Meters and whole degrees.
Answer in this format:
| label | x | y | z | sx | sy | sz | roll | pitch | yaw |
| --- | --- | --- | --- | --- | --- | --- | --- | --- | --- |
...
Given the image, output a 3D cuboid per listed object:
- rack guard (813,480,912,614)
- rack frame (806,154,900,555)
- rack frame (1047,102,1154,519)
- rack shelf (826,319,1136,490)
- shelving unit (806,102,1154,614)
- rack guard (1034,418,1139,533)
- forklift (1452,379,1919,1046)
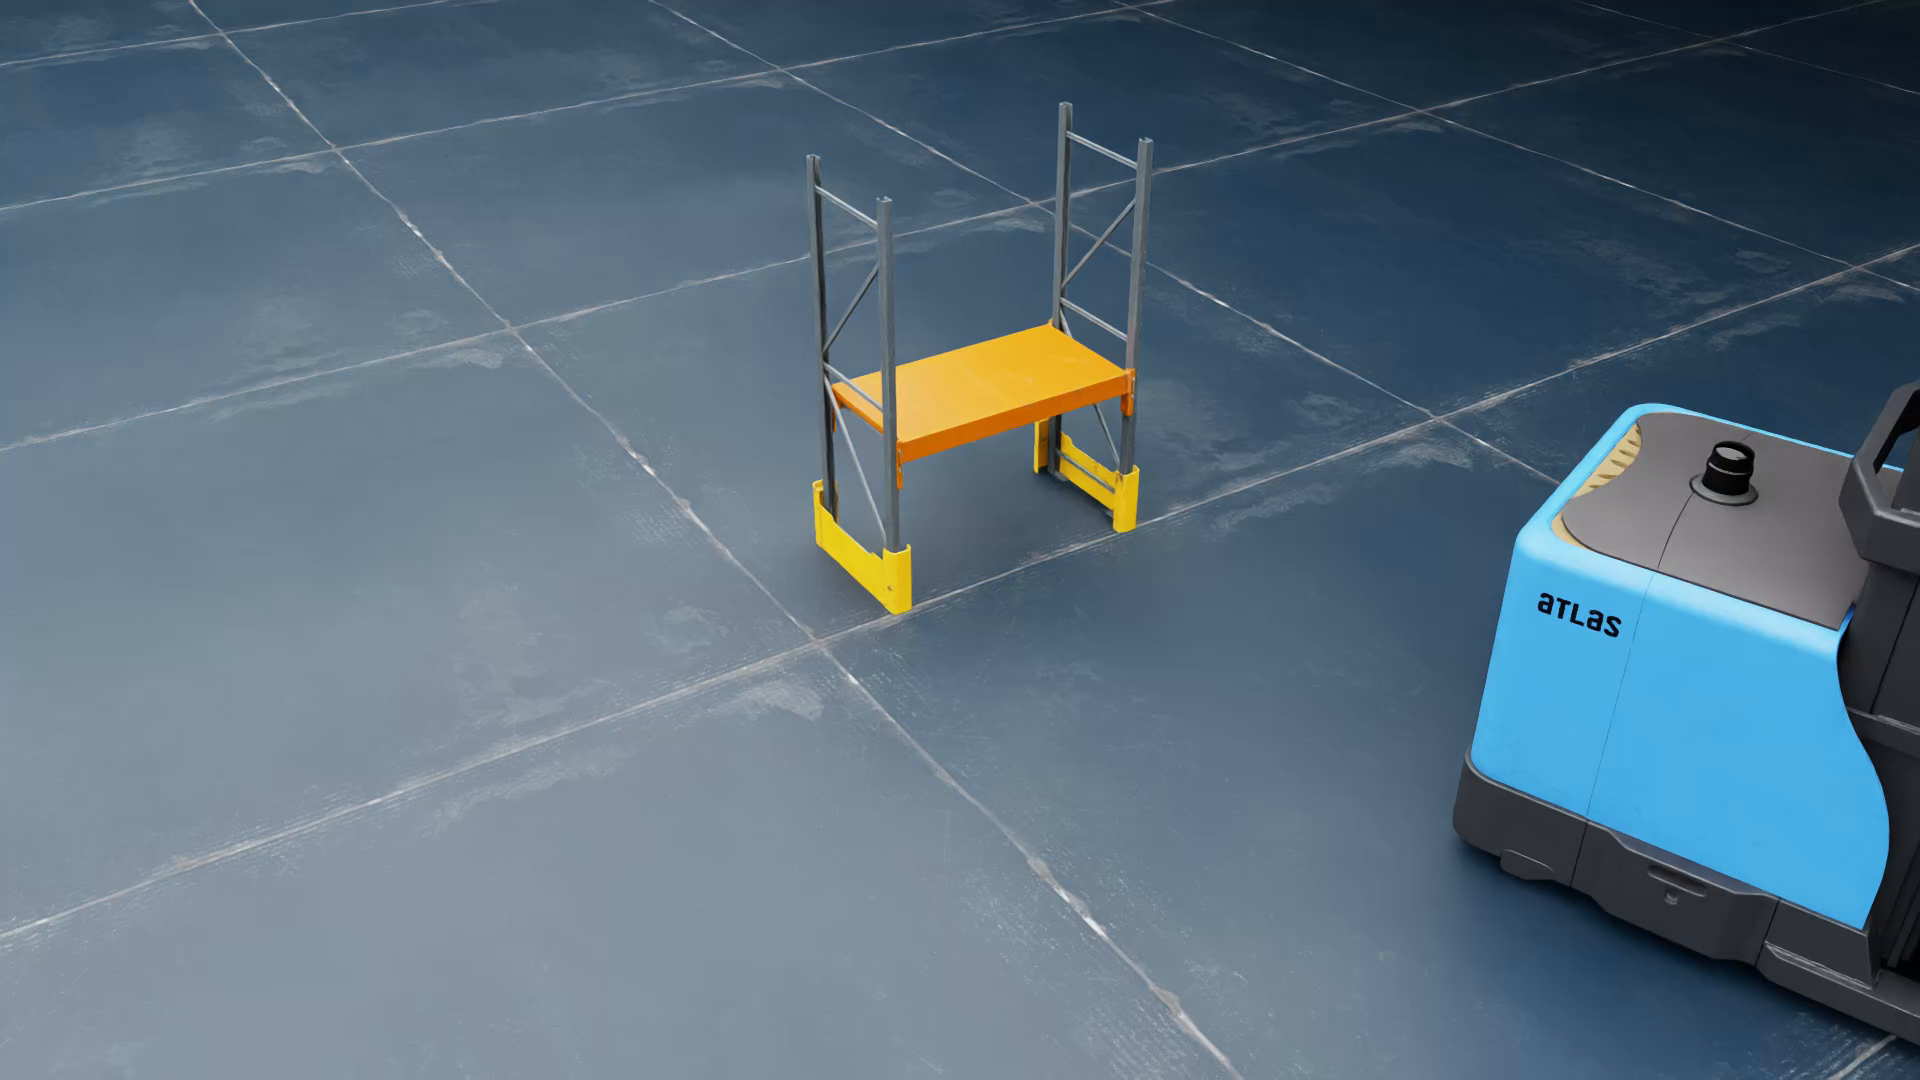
| label | x | y | z | sx | sy | sz | roll | pitch | yaw |
| --- | --- | --- | --- | --- | --- | --- | --- | --- | --- |
| rack guard | -0.355 | 0.016 | 5.990 | 0.087 | 0.250 | 0.587 | -19 | 37 | -27 |
| rack frame | -0.356 | -0.512 | 5.656 | 0.032 | 1.500 | 0.500 | -19 | 37 | -27 |
| rack frame | 0.499 | -0.806 | 6.122 | 0.032 | 1.500 | 0.500 | -19 | 37 | -27 |
| rack shelf | 0.072 | -0.507 | 5.985 | 1.000 | 0.185 | 0.538 | -19 | 37 | -27 |
| shelving unit | 0.064 | -0.656 | 5.885 | 1.083 | 1.500 | 0.587 | -19 | 37 | -27 |
| rack guard | 0.483 | -0.272 | 6.446 | 0.087 | 0.250 | 0.587 | -19 | 37 | -27 |
| forklift | 2.909 | -0.081 | 3.631 | 3.031 | 2.935 | 1.130 | 22 | 38 | 30 |
